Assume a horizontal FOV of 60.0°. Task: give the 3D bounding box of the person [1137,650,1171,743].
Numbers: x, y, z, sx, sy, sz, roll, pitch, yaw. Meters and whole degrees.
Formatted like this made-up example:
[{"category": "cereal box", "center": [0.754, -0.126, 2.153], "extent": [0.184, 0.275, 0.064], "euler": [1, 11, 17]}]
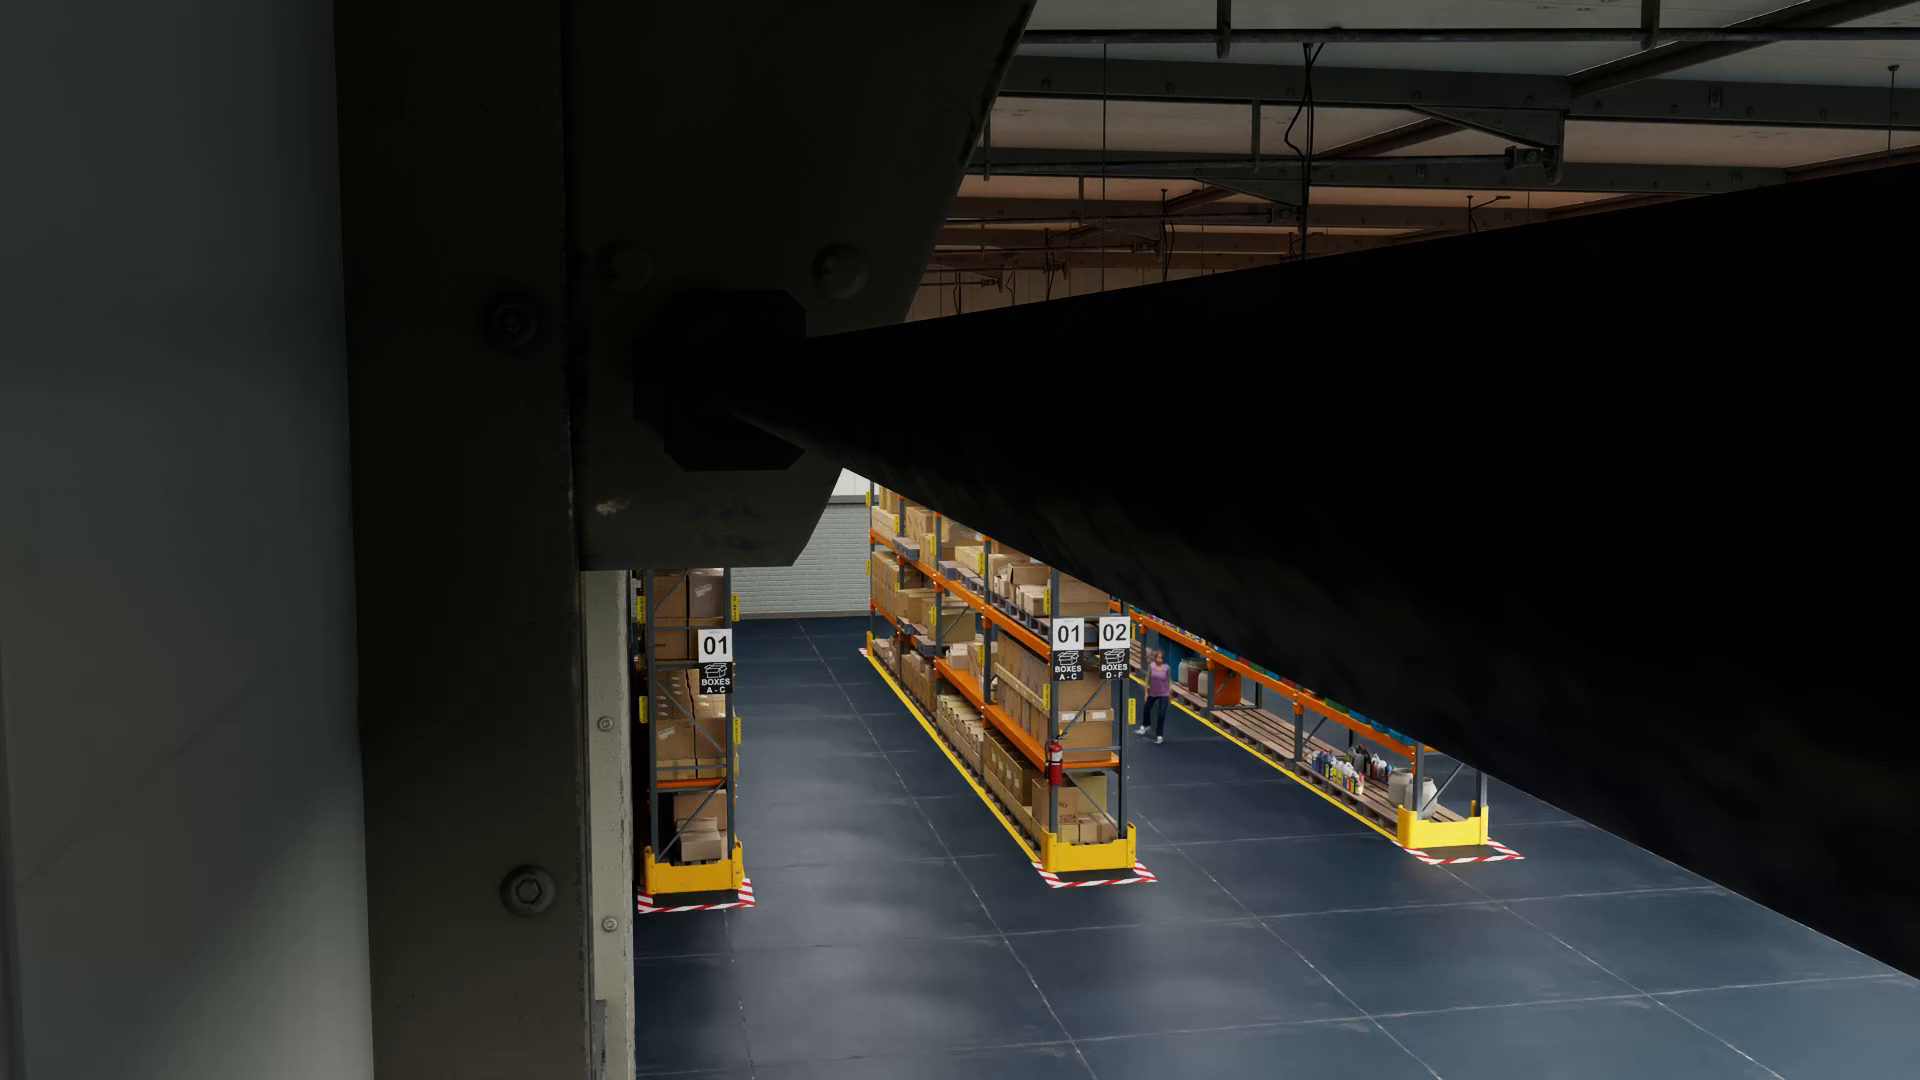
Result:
[{"category": "person", "center": [3.282, 2.635, 28.179], "extent": [0.615, 1.529, 0.594], "euler": [2, 6, 20]}]
